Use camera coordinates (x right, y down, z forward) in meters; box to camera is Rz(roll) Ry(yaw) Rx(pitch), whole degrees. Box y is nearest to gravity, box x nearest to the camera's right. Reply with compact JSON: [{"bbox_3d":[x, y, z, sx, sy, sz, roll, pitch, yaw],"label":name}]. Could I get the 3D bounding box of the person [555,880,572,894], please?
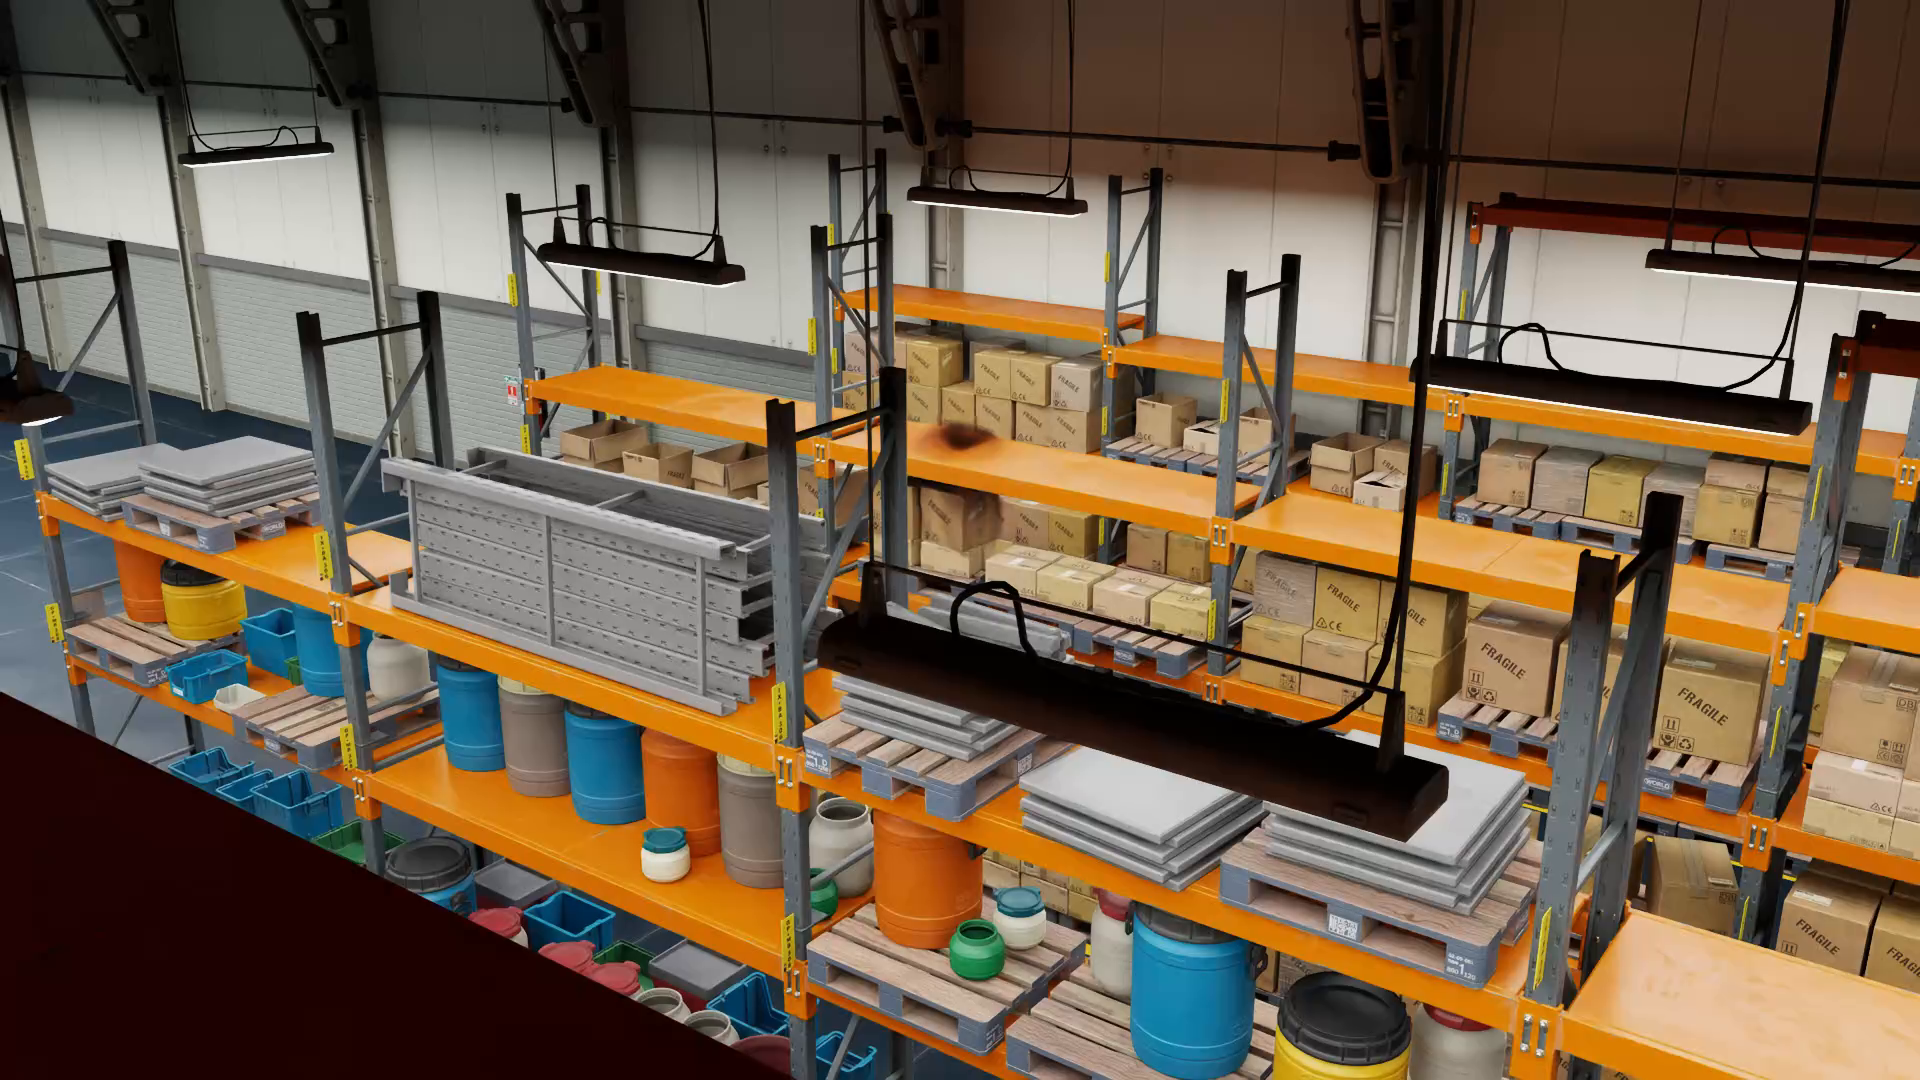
[{"bbox_3d":[-3.472,2.743,14.280,0.470,1.707,0.522,5,19,14],"label":"person"}]
